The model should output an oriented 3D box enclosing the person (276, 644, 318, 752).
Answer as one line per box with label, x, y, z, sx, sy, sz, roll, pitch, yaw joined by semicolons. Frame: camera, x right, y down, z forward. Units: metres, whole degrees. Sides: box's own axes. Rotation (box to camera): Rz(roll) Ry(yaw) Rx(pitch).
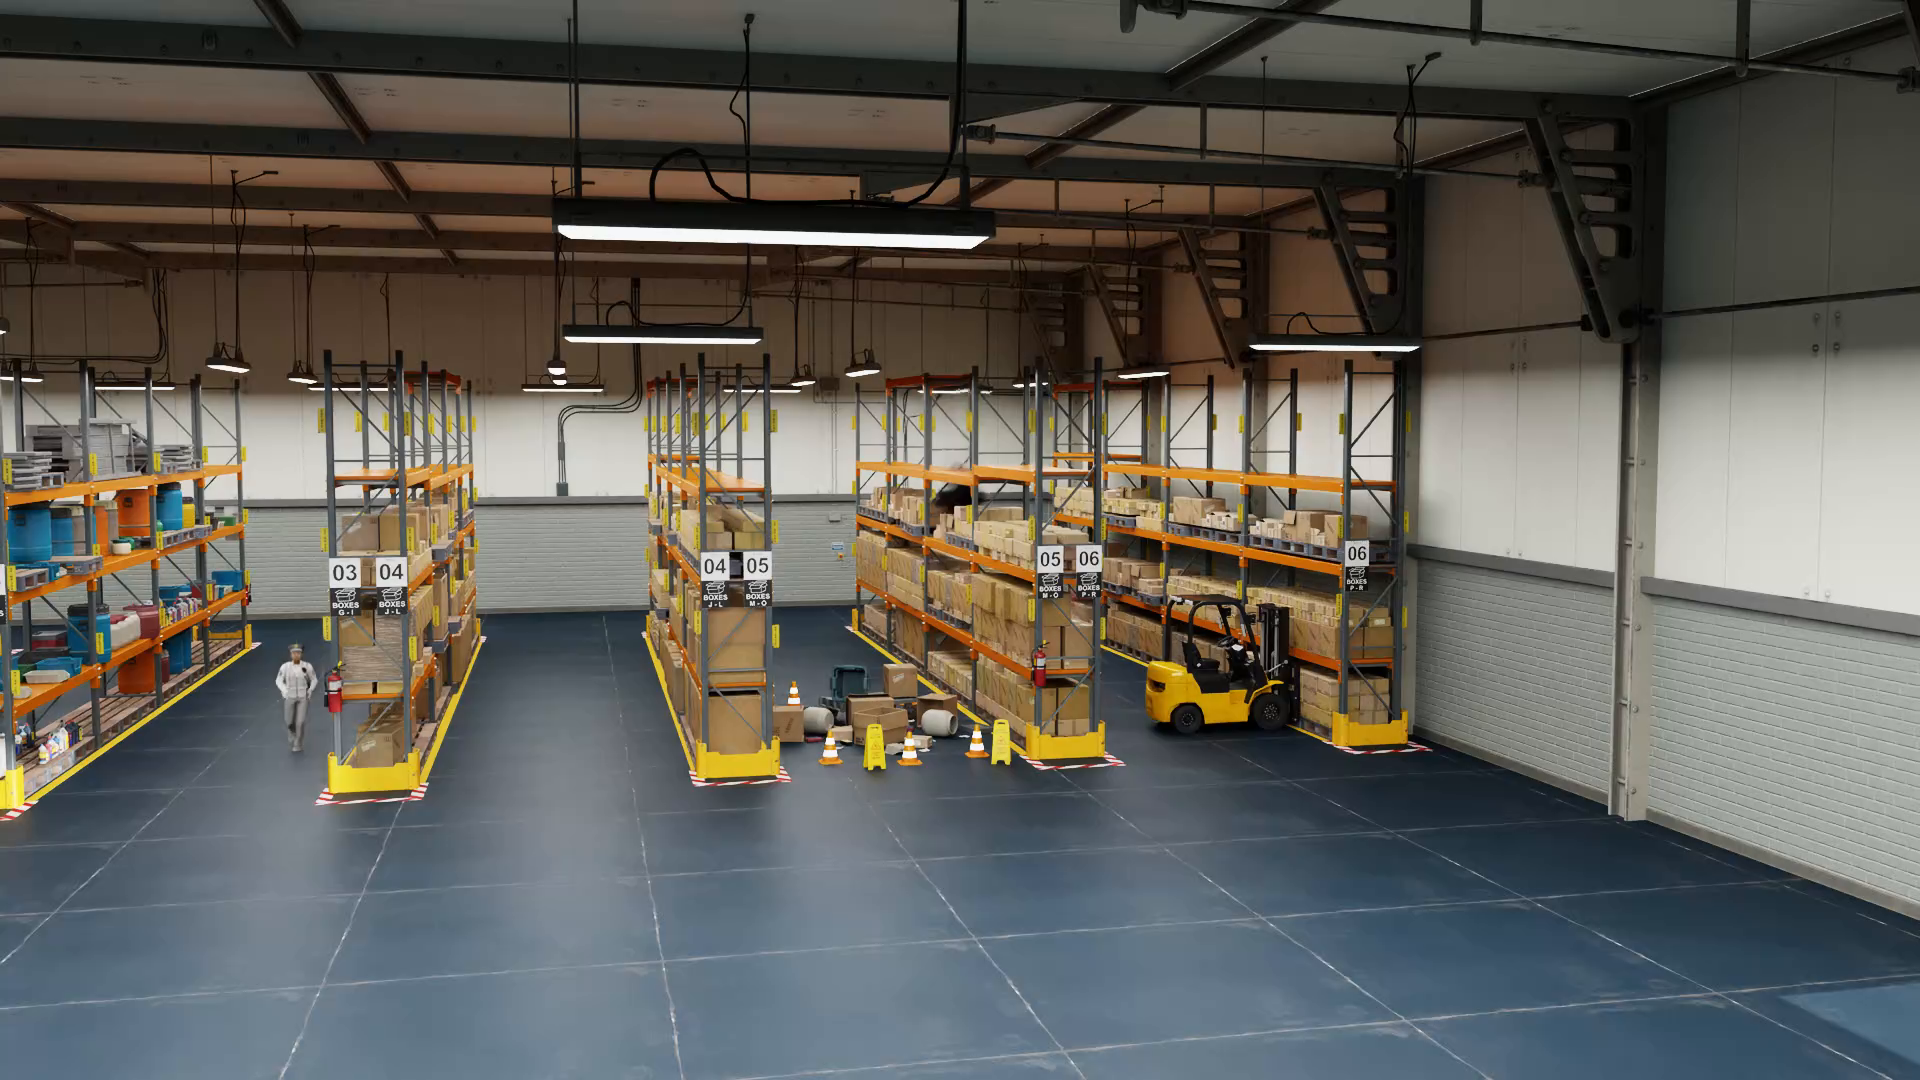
person;-10.152;2.403;25.477;0.601;1.652;0.543;-1;4;-20
